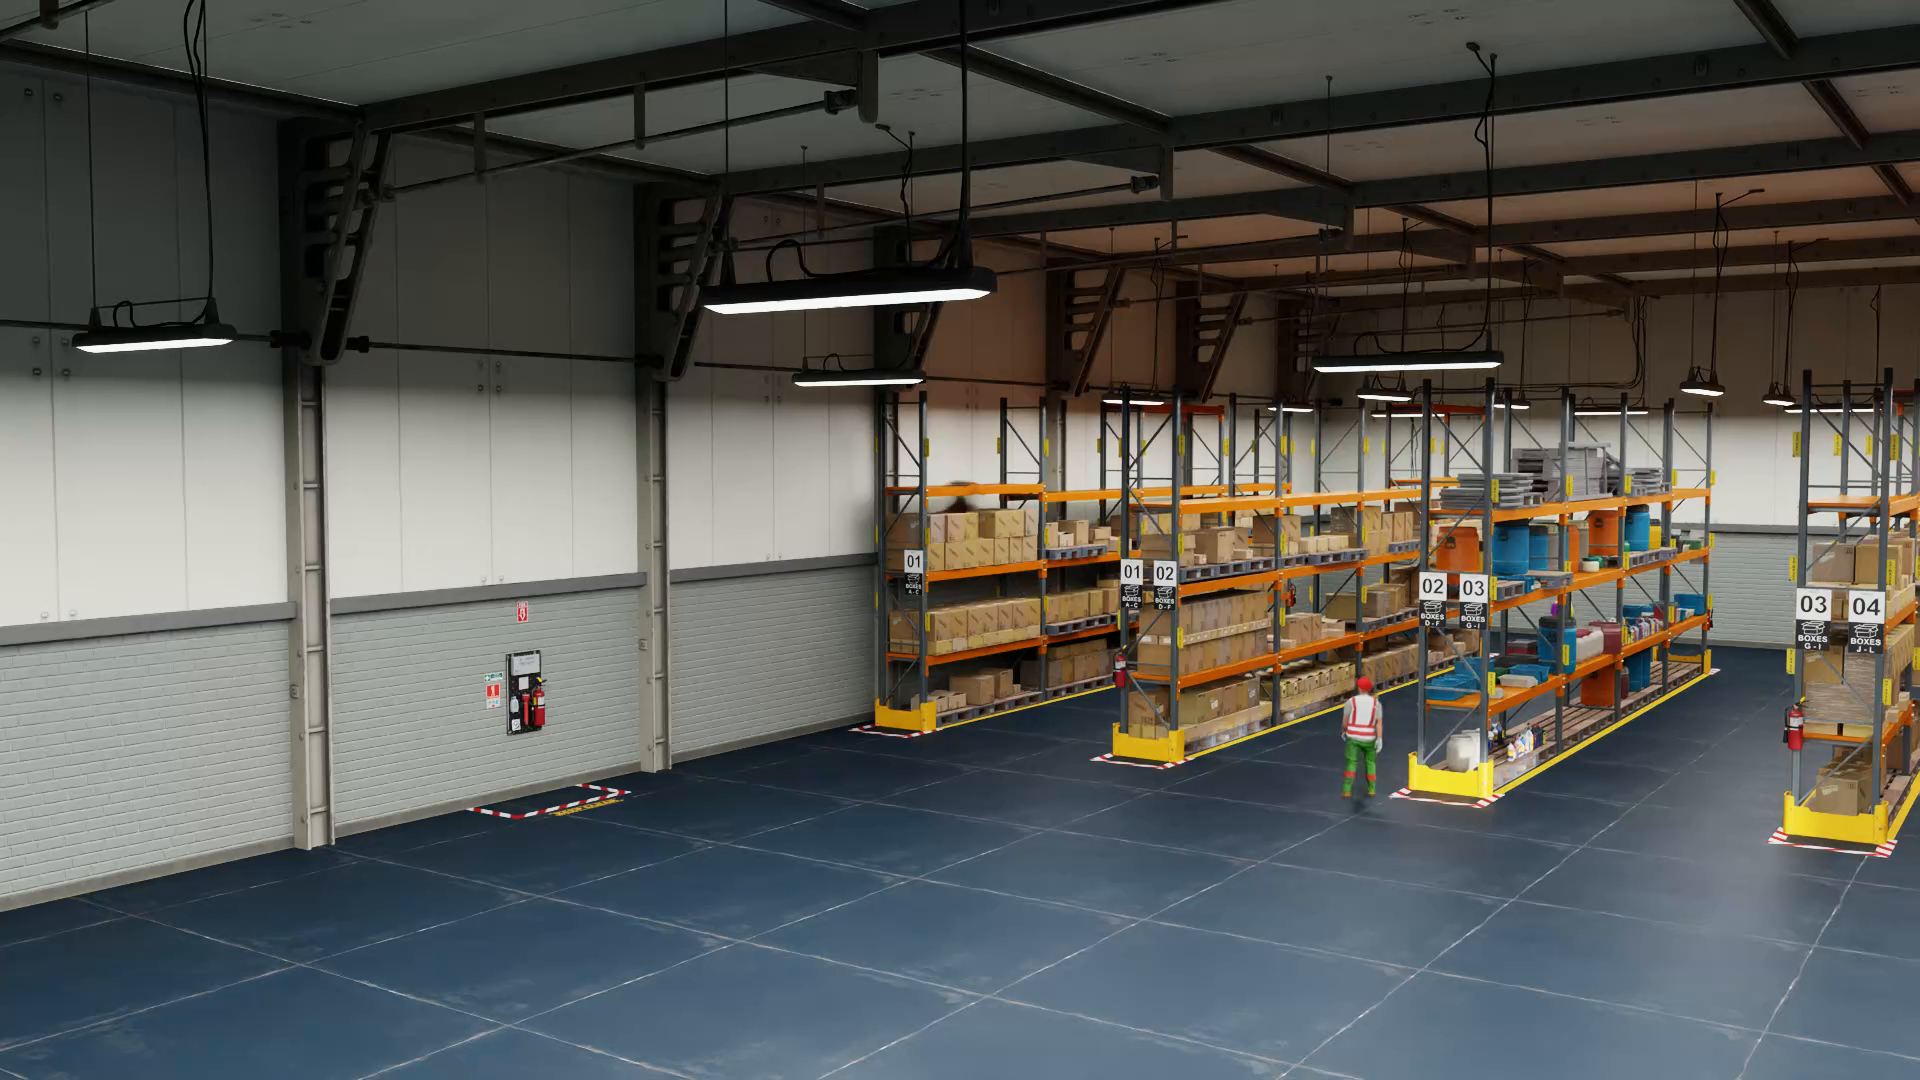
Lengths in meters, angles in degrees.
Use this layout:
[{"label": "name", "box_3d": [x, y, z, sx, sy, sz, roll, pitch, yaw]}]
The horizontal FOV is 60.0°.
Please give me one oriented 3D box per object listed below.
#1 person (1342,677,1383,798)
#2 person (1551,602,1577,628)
[{"label": "person", "box_3d": [5.727, 2.816, 23.691, 0.620, 1.758, 1.045, 2, 4, 26]}, {"label": "person", "box_3d": [13.862, 2.011, 38.065, 0.611, 1.778, 0.577, -1, 3, -14]}]
